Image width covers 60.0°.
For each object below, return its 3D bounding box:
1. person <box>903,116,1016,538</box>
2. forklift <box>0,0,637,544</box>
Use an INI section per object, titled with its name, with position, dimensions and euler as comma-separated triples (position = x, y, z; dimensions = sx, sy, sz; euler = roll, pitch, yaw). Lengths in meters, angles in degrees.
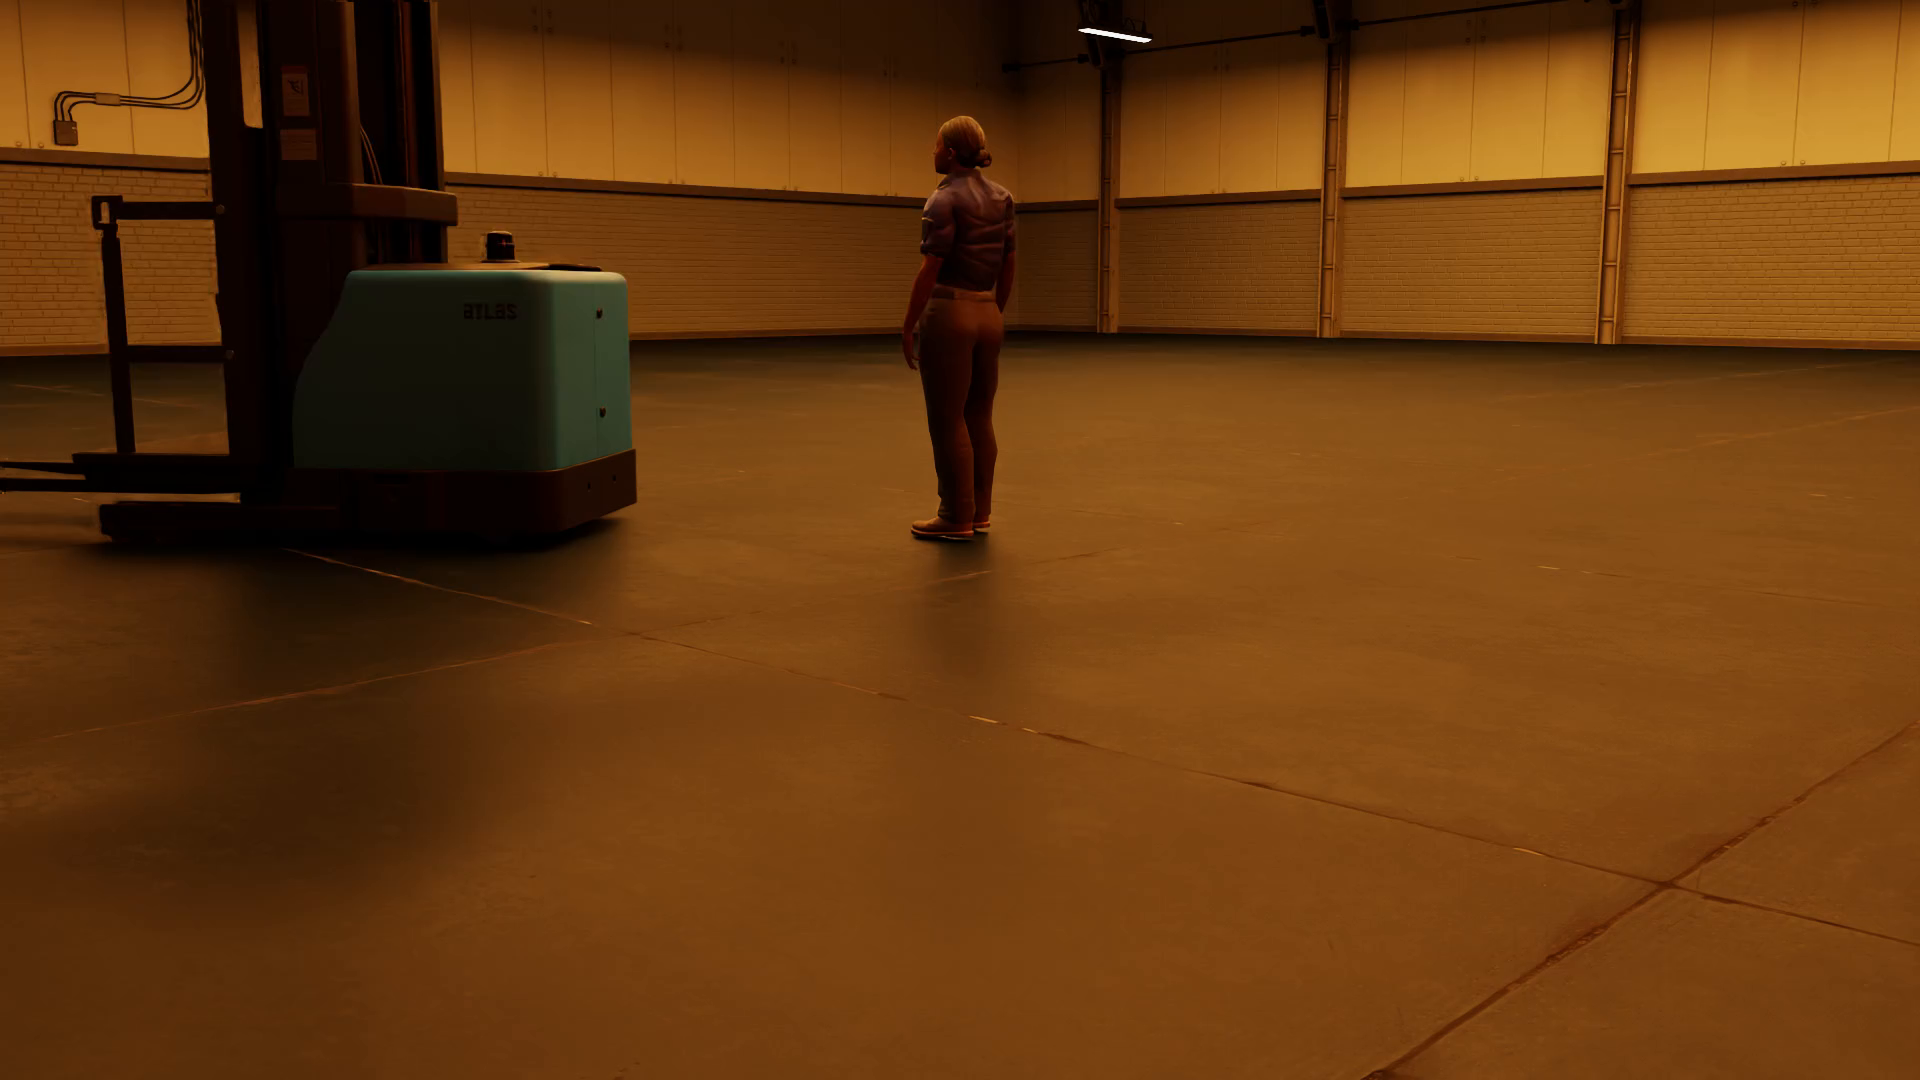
[person]
position = -0.050, -0.836, 6.667
dimensions = 0.503, 1.656, 0.570
euler = 8, 12, 43
[forklift]
position = -2.982, -1.508, 6.889
dimensions = 3.031, 2.935, 1.130
euler = 1, 9, 8
